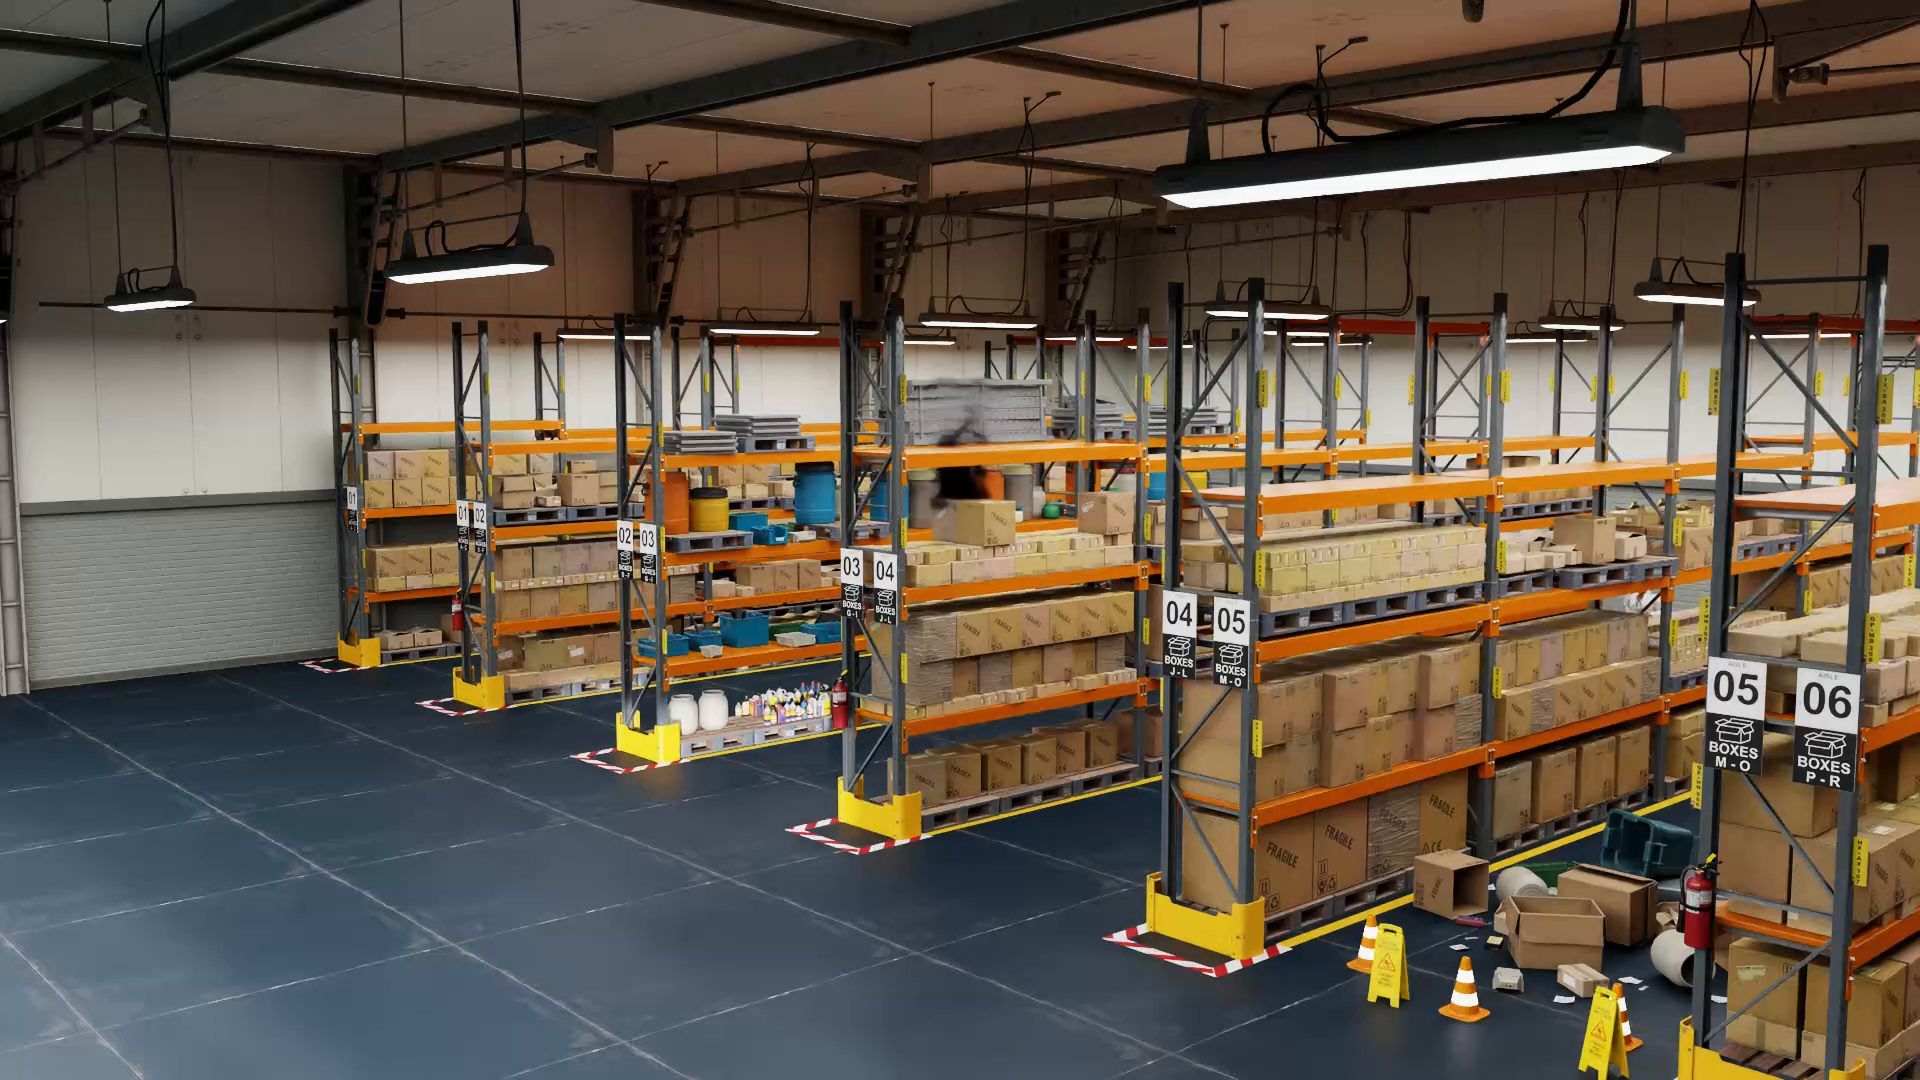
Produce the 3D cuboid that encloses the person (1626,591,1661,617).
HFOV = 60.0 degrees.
[{"bbox_3d":[11.318,1.557,27.552,0.713,1.816,0.950,5,7,40],"label":"person"}]

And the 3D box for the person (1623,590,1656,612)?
[{"bbox_3d":[12.060,1.374,29.558,0.655,1.777,0.830,-1,6,-8],"label":"person"}]
